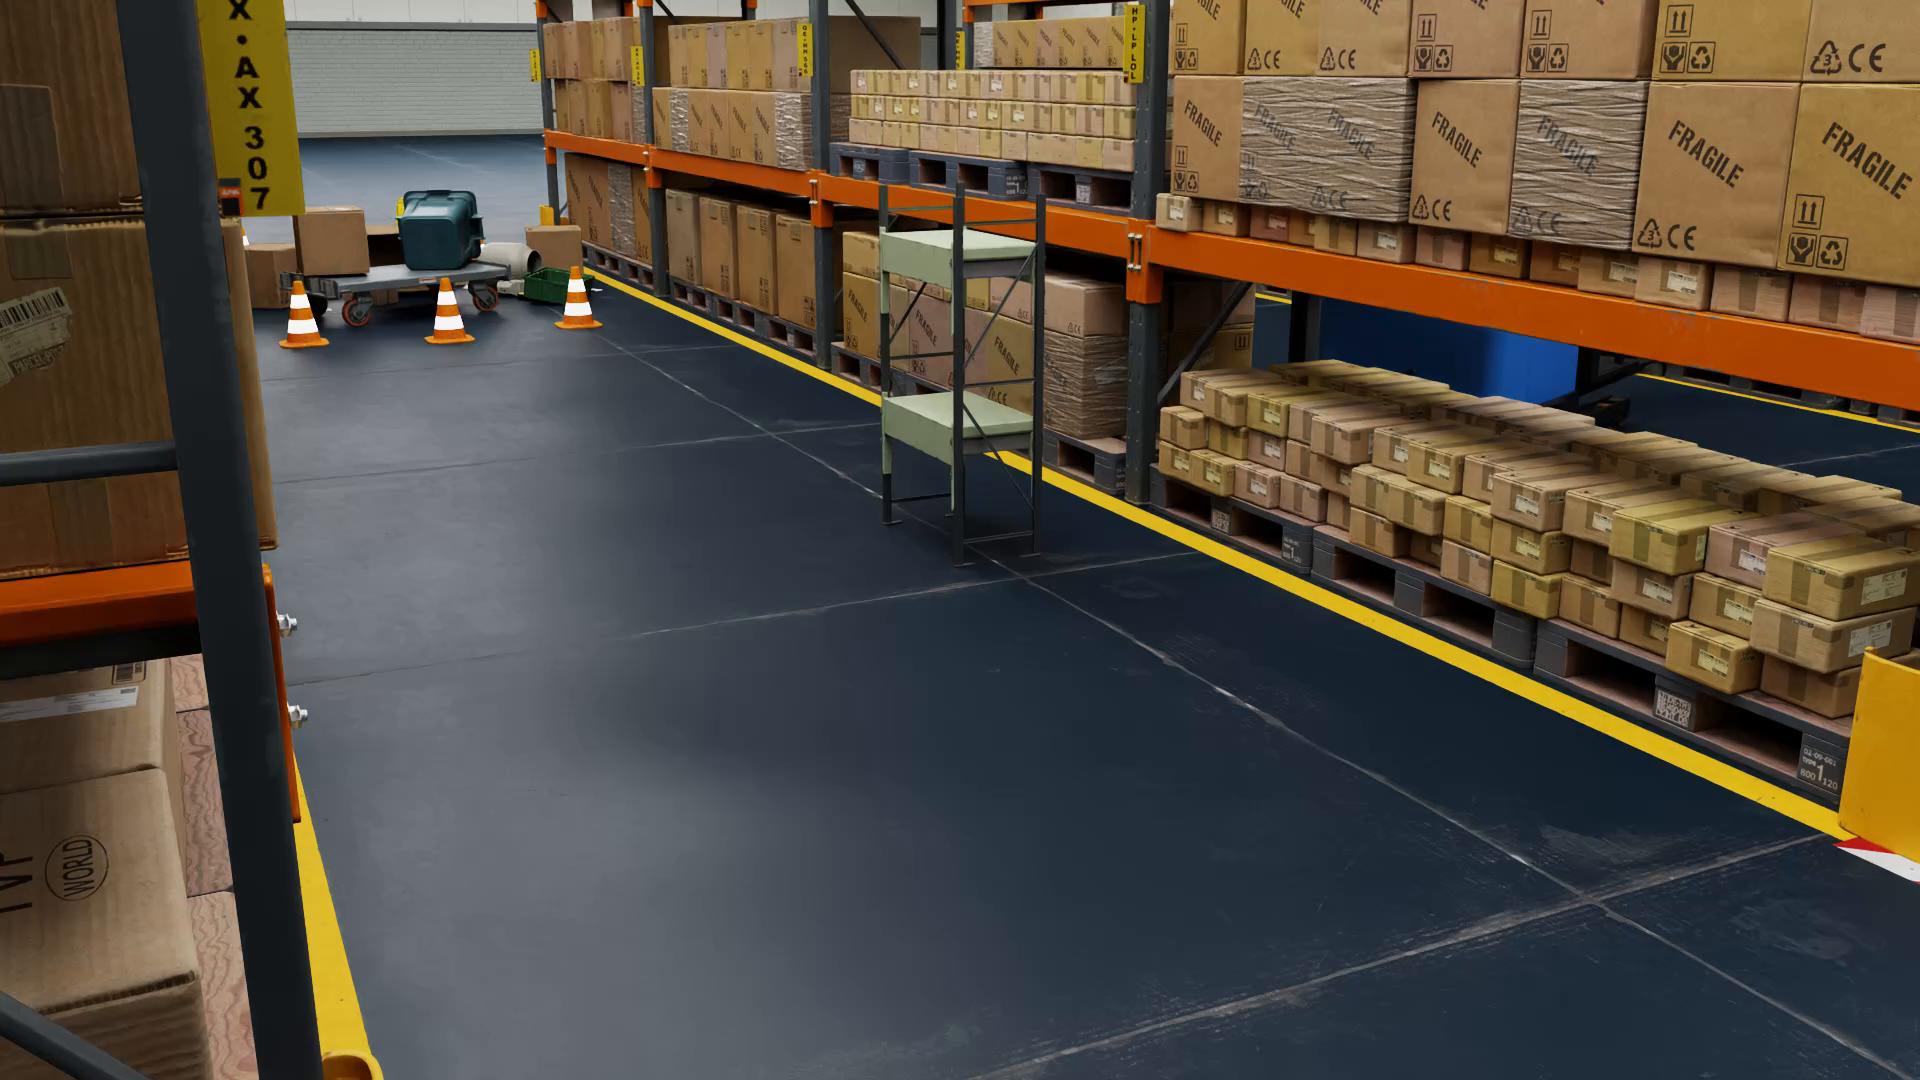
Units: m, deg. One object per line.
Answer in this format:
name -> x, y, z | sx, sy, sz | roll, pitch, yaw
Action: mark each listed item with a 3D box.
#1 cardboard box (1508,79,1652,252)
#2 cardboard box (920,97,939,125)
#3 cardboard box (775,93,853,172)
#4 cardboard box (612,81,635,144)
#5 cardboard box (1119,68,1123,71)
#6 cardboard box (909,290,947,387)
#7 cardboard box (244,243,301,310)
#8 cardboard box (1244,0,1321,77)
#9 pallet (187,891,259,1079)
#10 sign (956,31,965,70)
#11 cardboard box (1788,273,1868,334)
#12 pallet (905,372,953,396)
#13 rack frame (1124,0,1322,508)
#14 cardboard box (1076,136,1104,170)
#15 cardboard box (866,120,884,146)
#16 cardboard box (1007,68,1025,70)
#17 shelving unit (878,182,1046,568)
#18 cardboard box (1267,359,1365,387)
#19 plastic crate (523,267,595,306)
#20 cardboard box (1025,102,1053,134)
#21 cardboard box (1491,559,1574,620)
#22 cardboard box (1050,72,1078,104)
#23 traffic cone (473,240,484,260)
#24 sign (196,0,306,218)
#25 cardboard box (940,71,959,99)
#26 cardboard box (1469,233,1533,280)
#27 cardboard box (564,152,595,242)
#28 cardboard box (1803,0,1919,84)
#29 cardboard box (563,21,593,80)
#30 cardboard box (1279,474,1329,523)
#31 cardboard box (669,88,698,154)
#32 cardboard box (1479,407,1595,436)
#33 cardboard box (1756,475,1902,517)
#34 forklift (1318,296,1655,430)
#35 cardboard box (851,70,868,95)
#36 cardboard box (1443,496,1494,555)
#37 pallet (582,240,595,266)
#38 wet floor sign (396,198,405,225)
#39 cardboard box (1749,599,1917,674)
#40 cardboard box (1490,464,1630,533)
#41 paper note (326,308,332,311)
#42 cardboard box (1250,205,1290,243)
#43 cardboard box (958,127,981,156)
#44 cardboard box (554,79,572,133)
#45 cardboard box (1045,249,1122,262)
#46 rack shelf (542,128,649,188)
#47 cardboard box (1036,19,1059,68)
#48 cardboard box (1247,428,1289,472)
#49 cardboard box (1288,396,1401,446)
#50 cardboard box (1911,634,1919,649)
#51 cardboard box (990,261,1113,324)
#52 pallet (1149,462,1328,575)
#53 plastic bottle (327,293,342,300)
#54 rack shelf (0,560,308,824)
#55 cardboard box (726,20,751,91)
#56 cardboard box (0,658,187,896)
cardboard box -> 2.127, -1.202, 5.280 | 0.500, 0.500, 0.500 | -8, 18, -25
cardboard box -> -0.007, -2.484, 9.623 | 0.380, 0.149, 0.250 | -8, 18, -25
cardboard box -> -0.937, -2.788, 11.348 | 0.500, 0.500, 0.500 | -8, 18, -25
cardboard box -> -2.684, -3.949, 15.301 | 0.875, 0.550, 0.550 | -8, 18, -25
cardboard box -> 2.111, -4.537, 16.904 | 0.875, 0.500, 0.500 | -8, 18, -25
cardboard box -> 0.035, -1.204, 9.780 | 0.500, 0.500, 0.500 | -8, 18, -26
cardboard box -> -5.902, -2.260, 14.214 | 0.500, 0.500, 0.500 | 4, 16, 13
cardboard box -> 1.474, -2.073, 6.503 | 0.500, 0.500, 0.500 | -8, 18, -27
pallet -> -1.819, 1.097, 3.044 | 1.003, 0.211, 1.213 | -8, 18, -25
sign -> -0.014, -3.248, 11.174 | 0.100, 0.325, 0.005 | -8, 18, -25
cardboard box -> 2.535, -0.670, 4.602 | 0.380, 0.149, 0.250 | -8, 18, -25
pallet -> 0.374, -0.825, 9.742 | 1.003, 0.211, 1.213 | -8, 18, -25
rack frame -> 1.255, -1.669, 7.630 | 1.000, 3.000, 0.127 | -8, 18, -25
cardboard box -> 0.788, -1.889, 8.091 | 0.380, 0.149, 0.250 | -8, 18, -25
cardboard box -> -0.366, -2.540, 10.359 | 0.380, 0.149, 0.250 | -7, 17, -22
cardboard box -> 1.044, -5.161, 19.077 | 0.875, 0.500, 0.500 | -8, 18, -25
shelving unit -> -0.003, -0.723, 7.050 | 0.431, 1.500, 0.755 | -8, 18, -25
cardboard box -> 1.644, -0.730, 7.685 | 0.380, 0.149, 0.250 | -7, 17, -23
plastic crate -> -3.504, -2.214, 14.521 | 0.450, 0.188, 0.662 | 11, 16, 1
cardboard box -> 0.556, -2.163, 8.503 | 0.380, 0.149, 0.250 | -8, 18, -27
cardboard box -> 2.059, 0.143, 5.722 | 0.380, 0.149, 0.250 | -9, 18, -27
cardboard box -> 0.673, -2.243, 8.245 | 0.380, 0.149, 0.250 | -8, 18, -27
traffic cone -> -5.046, -3.122, 17.292 | 0.336, 0.463, 0.334 | -8, 18, -25
sign -> -0.897, -0.574, 2.100 | 0.100, 0.325, 0.005 | -8, 18, -25
cardboard box -> 0.108, -2.565, 9.365 | 0.380, 0.149, 0.250 | -7, 17, -23
cardboard box -> 1.994, -0.997, 5.743 | 0.380, 0.149, 0.250 | -7, 18, -24
cardboard box -> -3.646, -3.665, 17.676 | 0.875, 0.875, 0.875 | -8, 18, -25
cardboard box -> 2.583, -1.433, 4.272 | 0.500, 0.500, 0.500 | -8, 18, -26
cardboard box -> -3.428, -4.859, 16.514 | 0.875, 0.550, 0.550 | -8, 18, -25
cardboard box -> 1.553, -0.194, 6.894 | 0.380, 0.149, 0.250 | -8, 18, -26
cardboard box -> -2.040, -3.413, 13.525 | 0.500, 0.500, 0.500 | -7, 18, -24
cardboard box -> 2.282, -0.416, 6.589 | 0.380, 0.149, 0.250 | -8, 18, -27
cardboard box -> 2.859, -0.098, 5.482 | 0.380, 0.149, 0.250 | -8, 18, -25
forklift -> 3.191, -2.097, 9.243 | 1.130, 2.935, 3.031 | 13, 20, 38
cardboard box -> -0.468, -2.889, 10.496 | 0.380, 0.149, 0.250 | -8, 18, -25
cardboard box -> 1.956, -0.070, 5.923 | 0.380, 0.149, 0.250 | -7, 17, -22
pallet -> -3.582, -3.116, 17.725 | 1.003, 0.211, 1.213 | -8, 18, -25
wet floor sign -> -5.795, -3.281, 17.514 | 0.267, 0.644, 0.232 | -11, 20, -34
cardboard box -> 2.519, 0.252, 4.804 | 0.380, 0.149, 0.250 | -8, 18, -26
cardboard box -> 2.037, -0.146, 5.648 | 0.380, 0.149, 0.250 | -7, 17, -23
paper note -> -5.354, -1.940, 13.956 | 0.148, 0.019, 0.142 | -8, 18, -25
cardboard box -> 1.428, -1.324, 6.882 | 0.380, 0.149, 0.250 | -9, 18, -27
cardboard box -> 0.212, -2.214, 9.221 | 0.380, 0.149, 0.250 | -8, 18, -27
cardboard box -> -3.799, -4.630, 17.676 | 0.875, 0.550, 0.550 | -8, 18, -25
cardboard box -> 0.713, -1.504, 9.465 | 0.500, 0.250, 0.500 | -7, 17, -23
rack shelf -> -3.126, -3.803, 16.370 | 1.077, 0.370, 4.000 | -8, 18, -25
cardboard box -> 1.154, -5.350, 17.921 | 0.500, 0.500, 0.500 | -8, 18, -25
cardboard box -> 1.456, -0.407, 7.100 | 0.380, 0.149, 0.250 | -8, 18, -25
cardboard box -> 1.576, -0.482, 6.822 | 0.380, 0.149, 0.250 | -8, 18, -26
cardboard box -> 3.065, 0.322, 5.096 | 0.380, 0.149, 0.250 | -7, 18, -24
cardboard box -> 0.488, -1.313, 8.800 | 0.500, 0.250, 0.500 | -7, 17, -22
pallet -> 1.581, -0.167, 7.449 | 1.003, 0.211, 1.213 | -8, 18, -25
plastic bottle -> -5.535, -2.164, 14.681 | 0.133, 0.061, 0.283 | -5, 17, -15
rack shelf -> -2.275, -0.204, 3.829 | 1.077, 0.370, 4.000 | -8, 18, -25
cardboard box -> -1.359, -3.681, 12.647 | 0.700, 0.500, 0.500 | -8, 18, -25
cardboard box -> -2.186, 0.598, 3.613 | 0.875, 0.438, 0.875 | -7, 17, -23
